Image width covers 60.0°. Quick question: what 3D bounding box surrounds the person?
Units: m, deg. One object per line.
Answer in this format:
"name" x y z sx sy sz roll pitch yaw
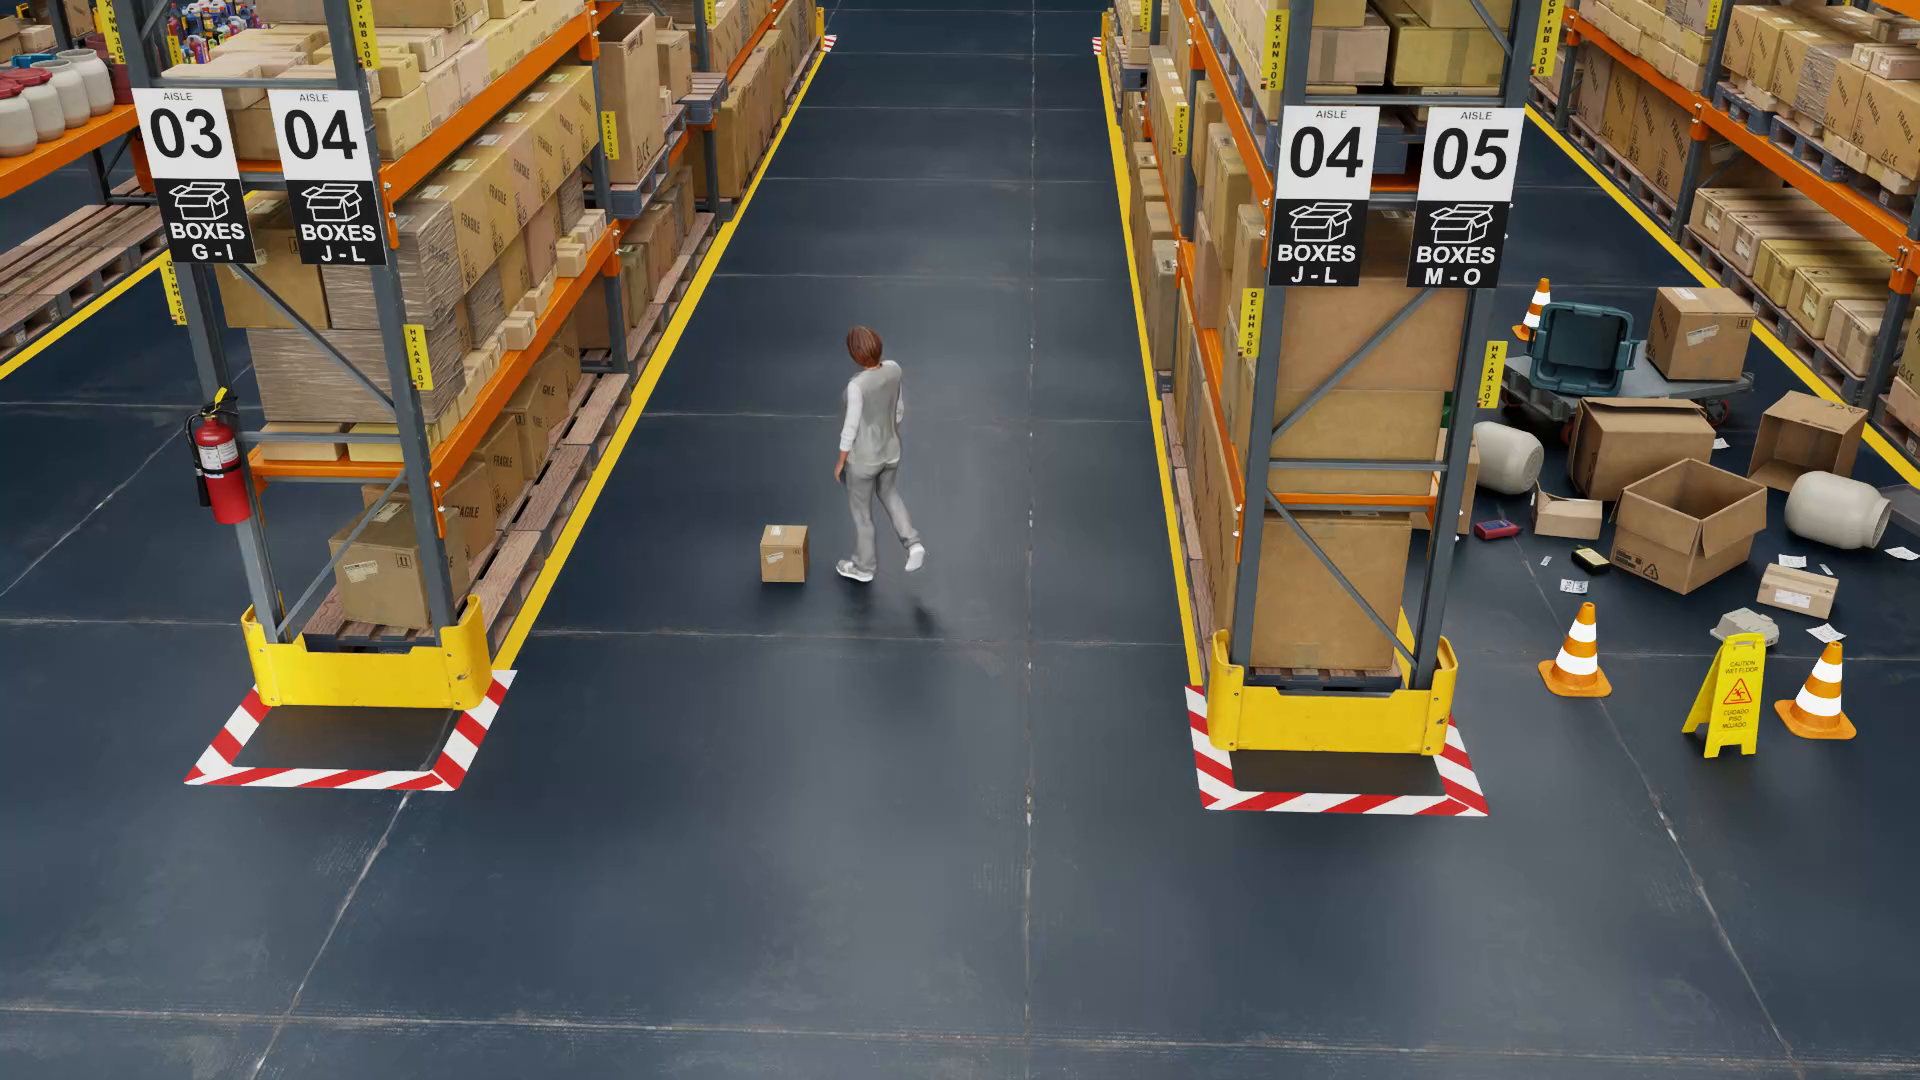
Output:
"person" -0.479 -0.470 9.474 0.549 1.596 0.452 25 37 38
